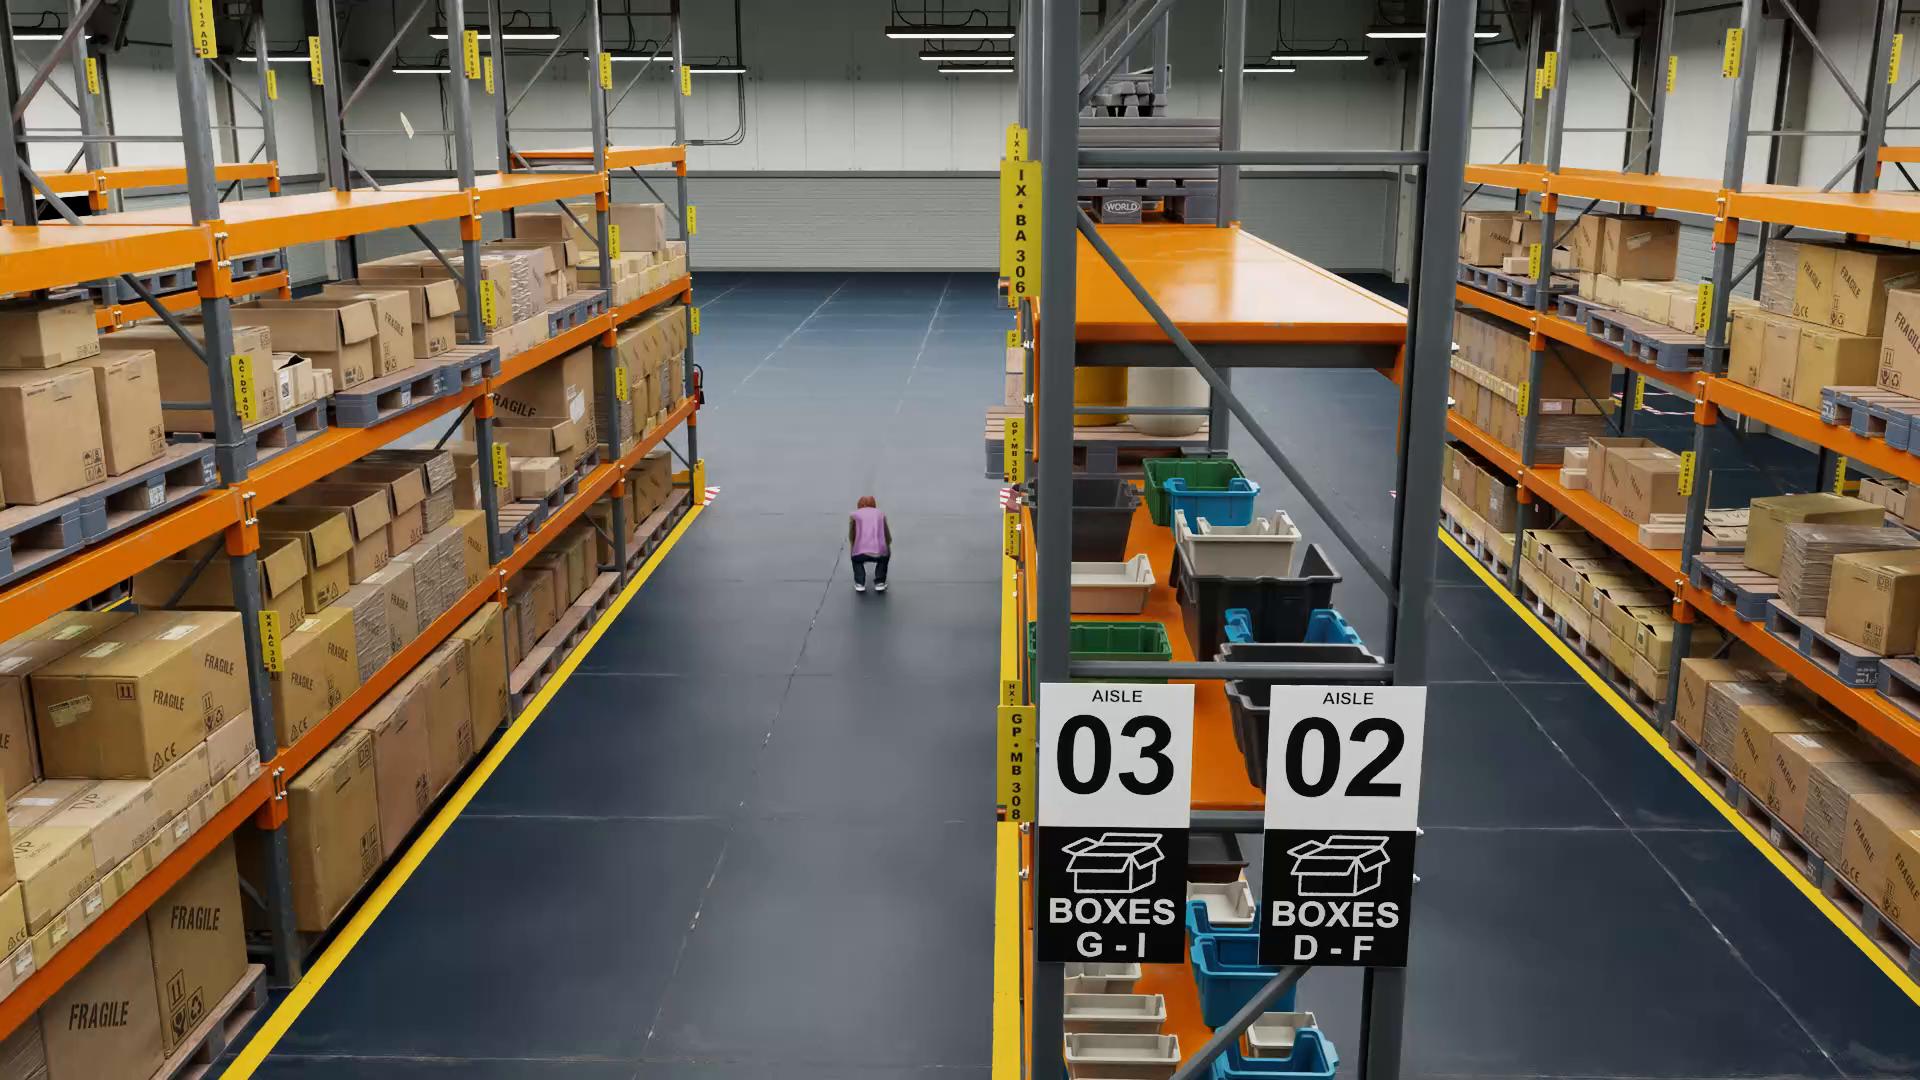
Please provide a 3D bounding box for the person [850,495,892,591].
[{"bbox_3d":[-0.914,0.042,16.826,0.438,0.882,0.811,0,14,1],"label":"person"}]
